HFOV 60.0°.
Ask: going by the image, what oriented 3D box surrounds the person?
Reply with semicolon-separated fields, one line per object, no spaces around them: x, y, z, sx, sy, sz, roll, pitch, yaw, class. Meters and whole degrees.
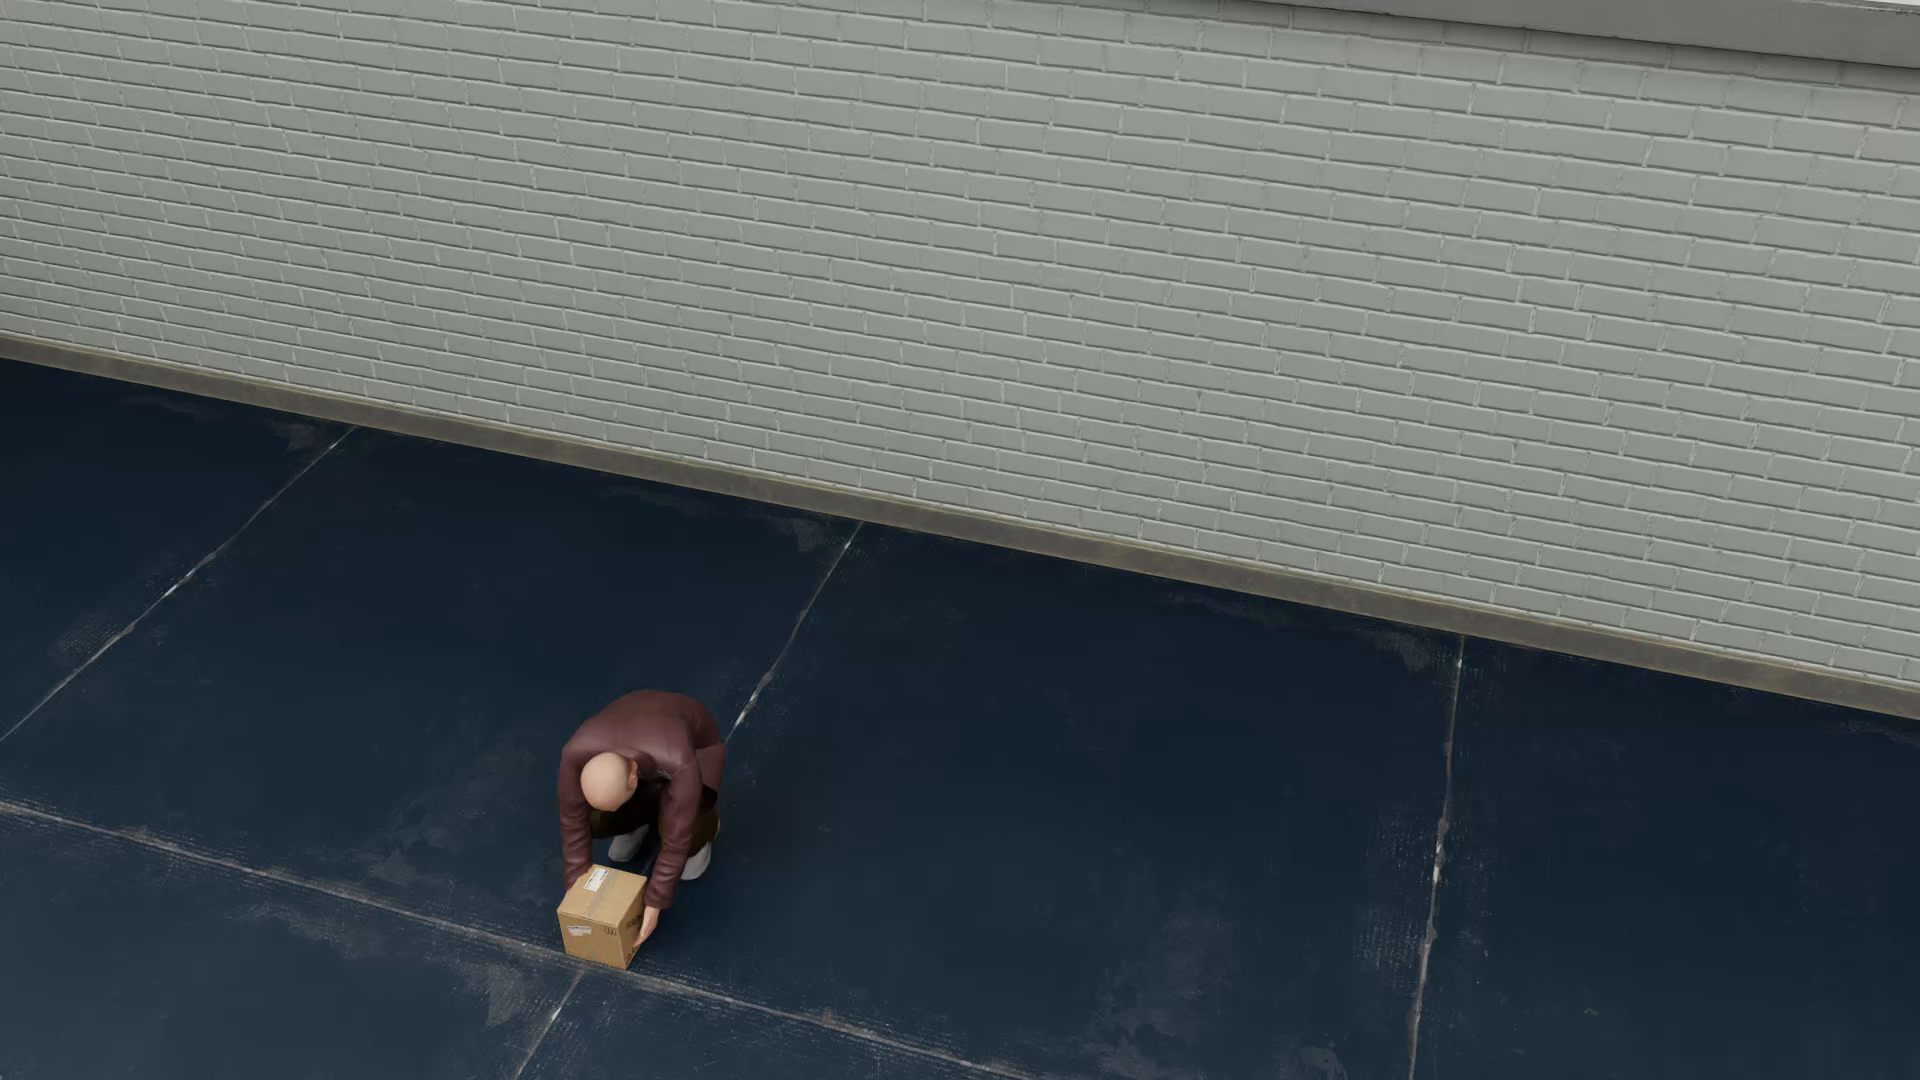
-1.211;0.955;6.366;0.605;0.889;0.905;11;38;14;person
